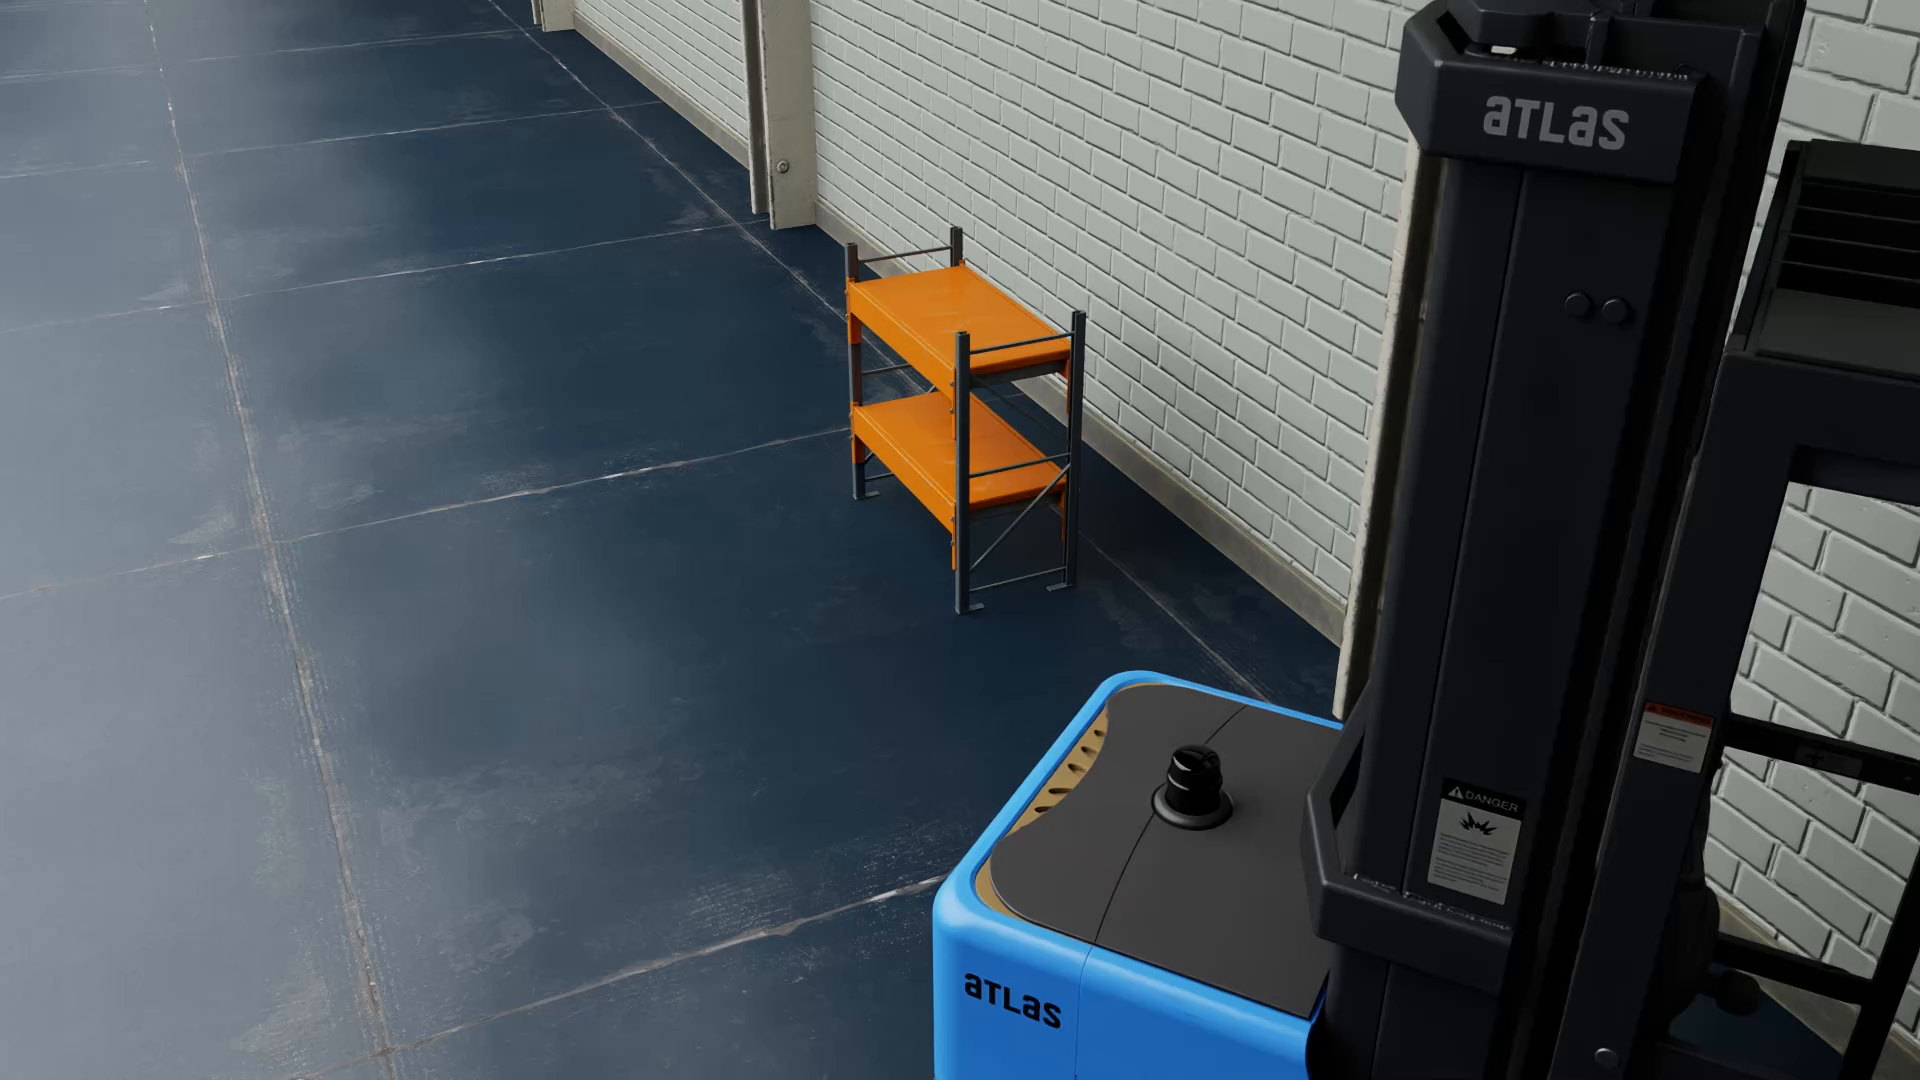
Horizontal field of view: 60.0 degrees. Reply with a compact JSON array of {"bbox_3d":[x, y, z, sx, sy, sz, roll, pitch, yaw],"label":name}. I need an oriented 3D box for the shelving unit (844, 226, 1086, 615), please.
[{"bbox_3d":[-0.003,-0.494,6.480,0.538,1.125,1.048,-13,32,-22],"label":"shelving unit"}]

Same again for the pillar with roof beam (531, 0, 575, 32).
[{"bbox_3d":[-7.545,-7.678,11.241,9.100,9.000,0.400,-13,32,-22],"label":"pillar with roof beam"}]

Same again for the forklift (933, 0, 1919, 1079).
[{"bbox_3d":[1.479,0.495,2.871,3.031,2.935,1.130,14,32,24],"label":"forklift"}]

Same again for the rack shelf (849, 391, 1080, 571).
[{"bbox_3d":[-0.003,-0.280,6.600,0.538,0.278,1.000,-13,32,-22],"label":"rack shelf"}]

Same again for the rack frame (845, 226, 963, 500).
[{"bbox_3d":[-0.221,-0.718,6.881,0.500,1.125,0.032,-13,32,-22],"label":"rack frame"}]

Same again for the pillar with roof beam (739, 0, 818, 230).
[{"bbox_3d":[-4.969,-5.027,6.515,9.100,9.000,0.400,-13,32,-22],"label":"pillar with roof beam"}]

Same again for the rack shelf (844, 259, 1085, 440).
[{"bbox_3d":[-0.003,-0.749,6.337,0.538,0.278,1.000,-13,32,-22],"label":"rack shelf"}]

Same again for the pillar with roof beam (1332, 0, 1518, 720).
[{"bbox_3d":[-2.393,-2.377,1.788,9.100,9.000,0.400,-13,32,-22],"label":"pillar with roof beam"}]

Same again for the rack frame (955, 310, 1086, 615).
[{"bbox_3d":[0.215,-0.269,6.080,0.500,1.125,0.032,-13,32,-22],"label":"rack frame"}]
